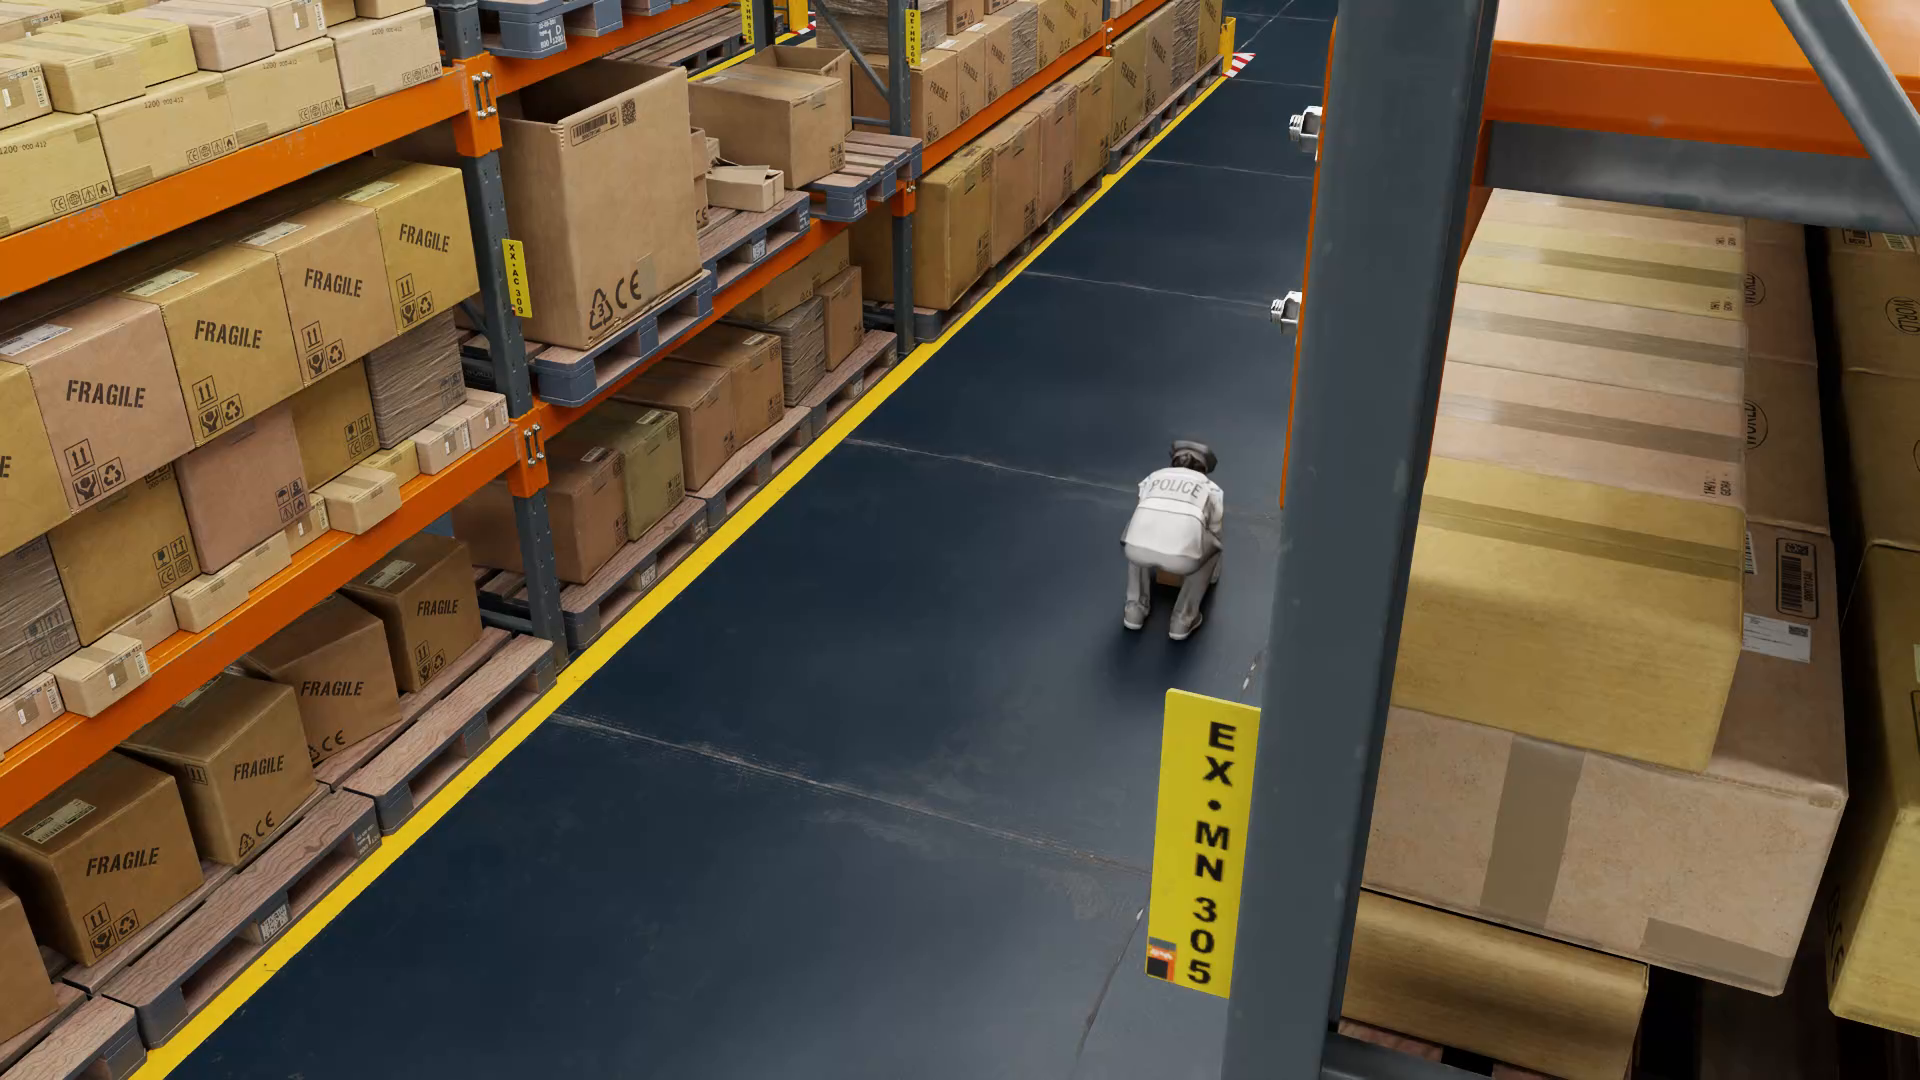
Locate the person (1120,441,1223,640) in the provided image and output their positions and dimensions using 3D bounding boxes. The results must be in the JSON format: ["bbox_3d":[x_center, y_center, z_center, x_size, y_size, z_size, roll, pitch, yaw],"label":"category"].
[{"bbox_3d":[1.039,0.007,8.055,0.455,0.761,0.915,11,31,18],"label":"person"}]
